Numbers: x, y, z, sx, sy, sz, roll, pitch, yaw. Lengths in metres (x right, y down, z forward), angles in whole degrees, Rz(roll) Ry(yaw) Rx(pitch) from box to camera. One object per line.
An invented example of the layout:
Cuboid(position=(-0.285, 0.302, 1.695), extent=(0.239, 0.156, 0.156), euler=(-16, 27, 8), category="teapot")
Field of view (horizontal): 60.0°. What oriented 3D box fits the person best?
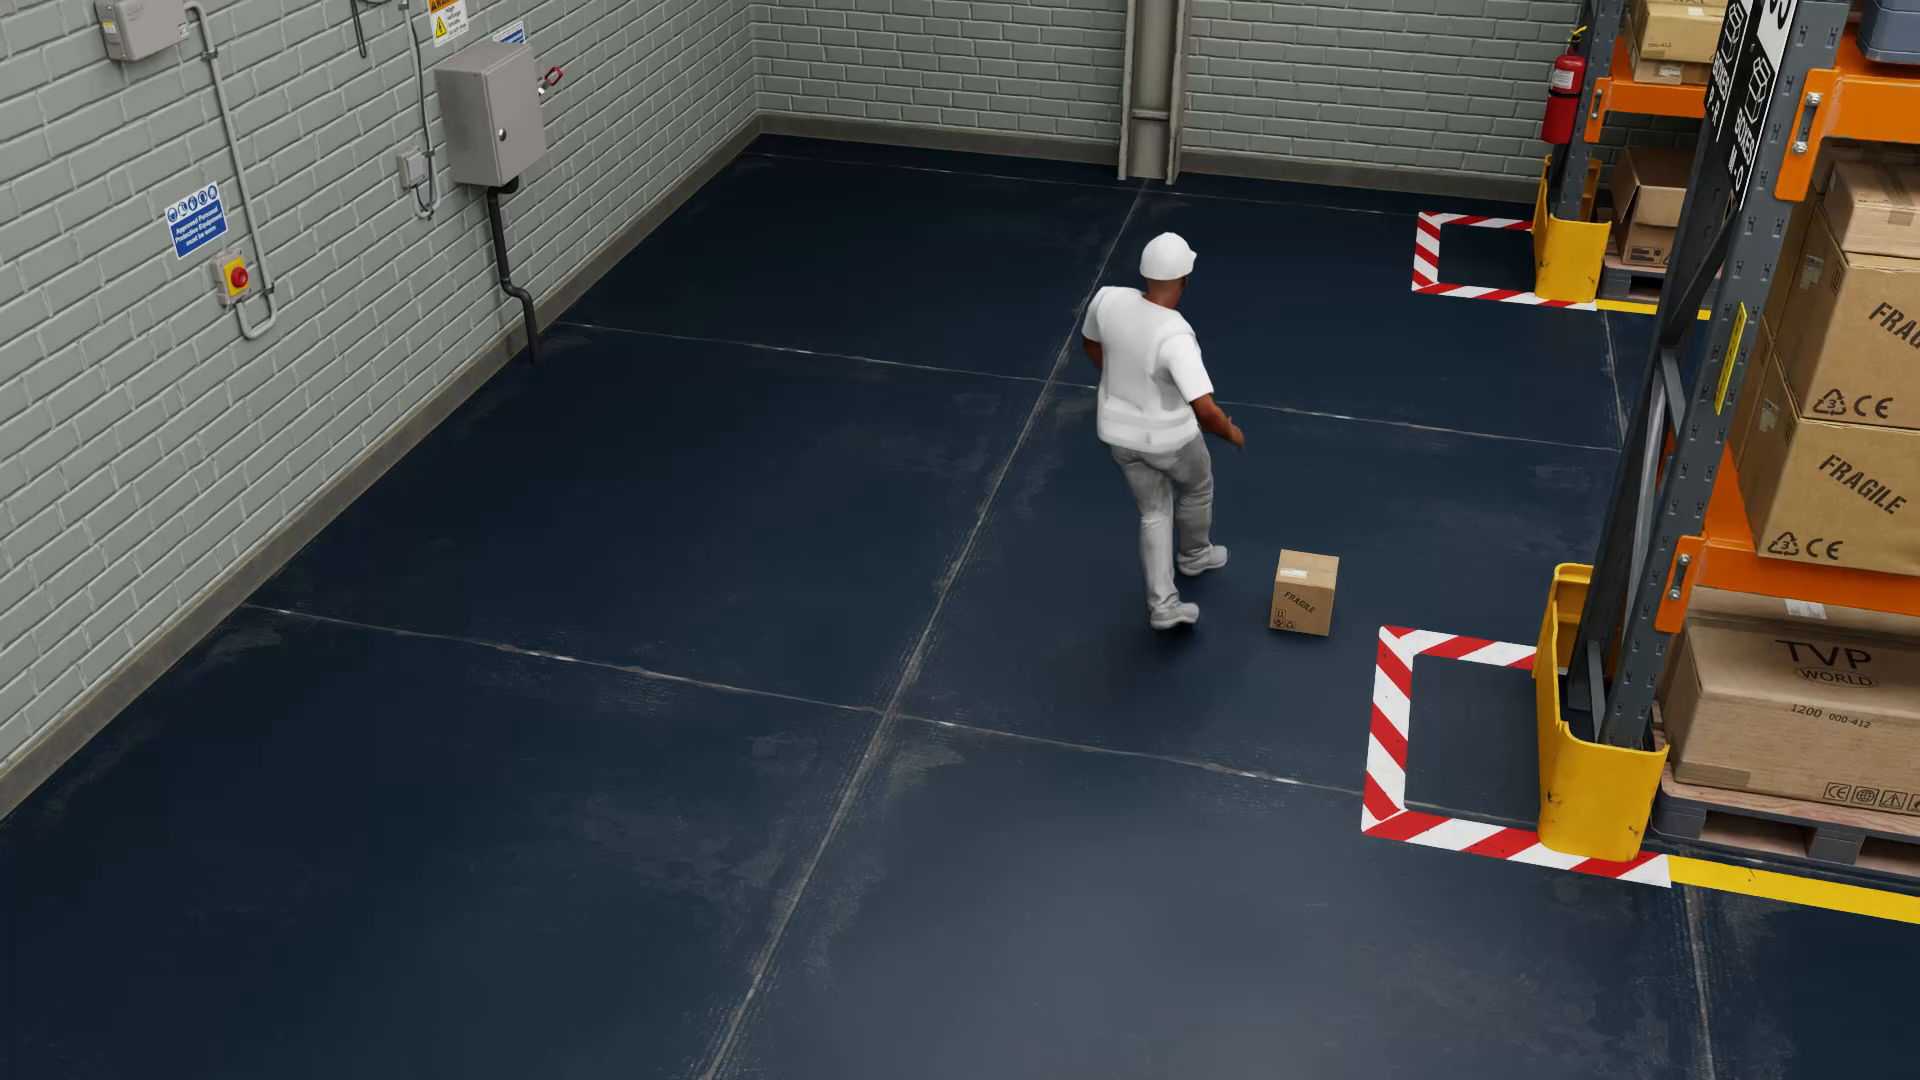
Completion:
Cuboid(position=(0.893, -0.509, 6.981), extent=(0.792, 1.704, 0.839), euler=(26, 41, 34), category="person")
